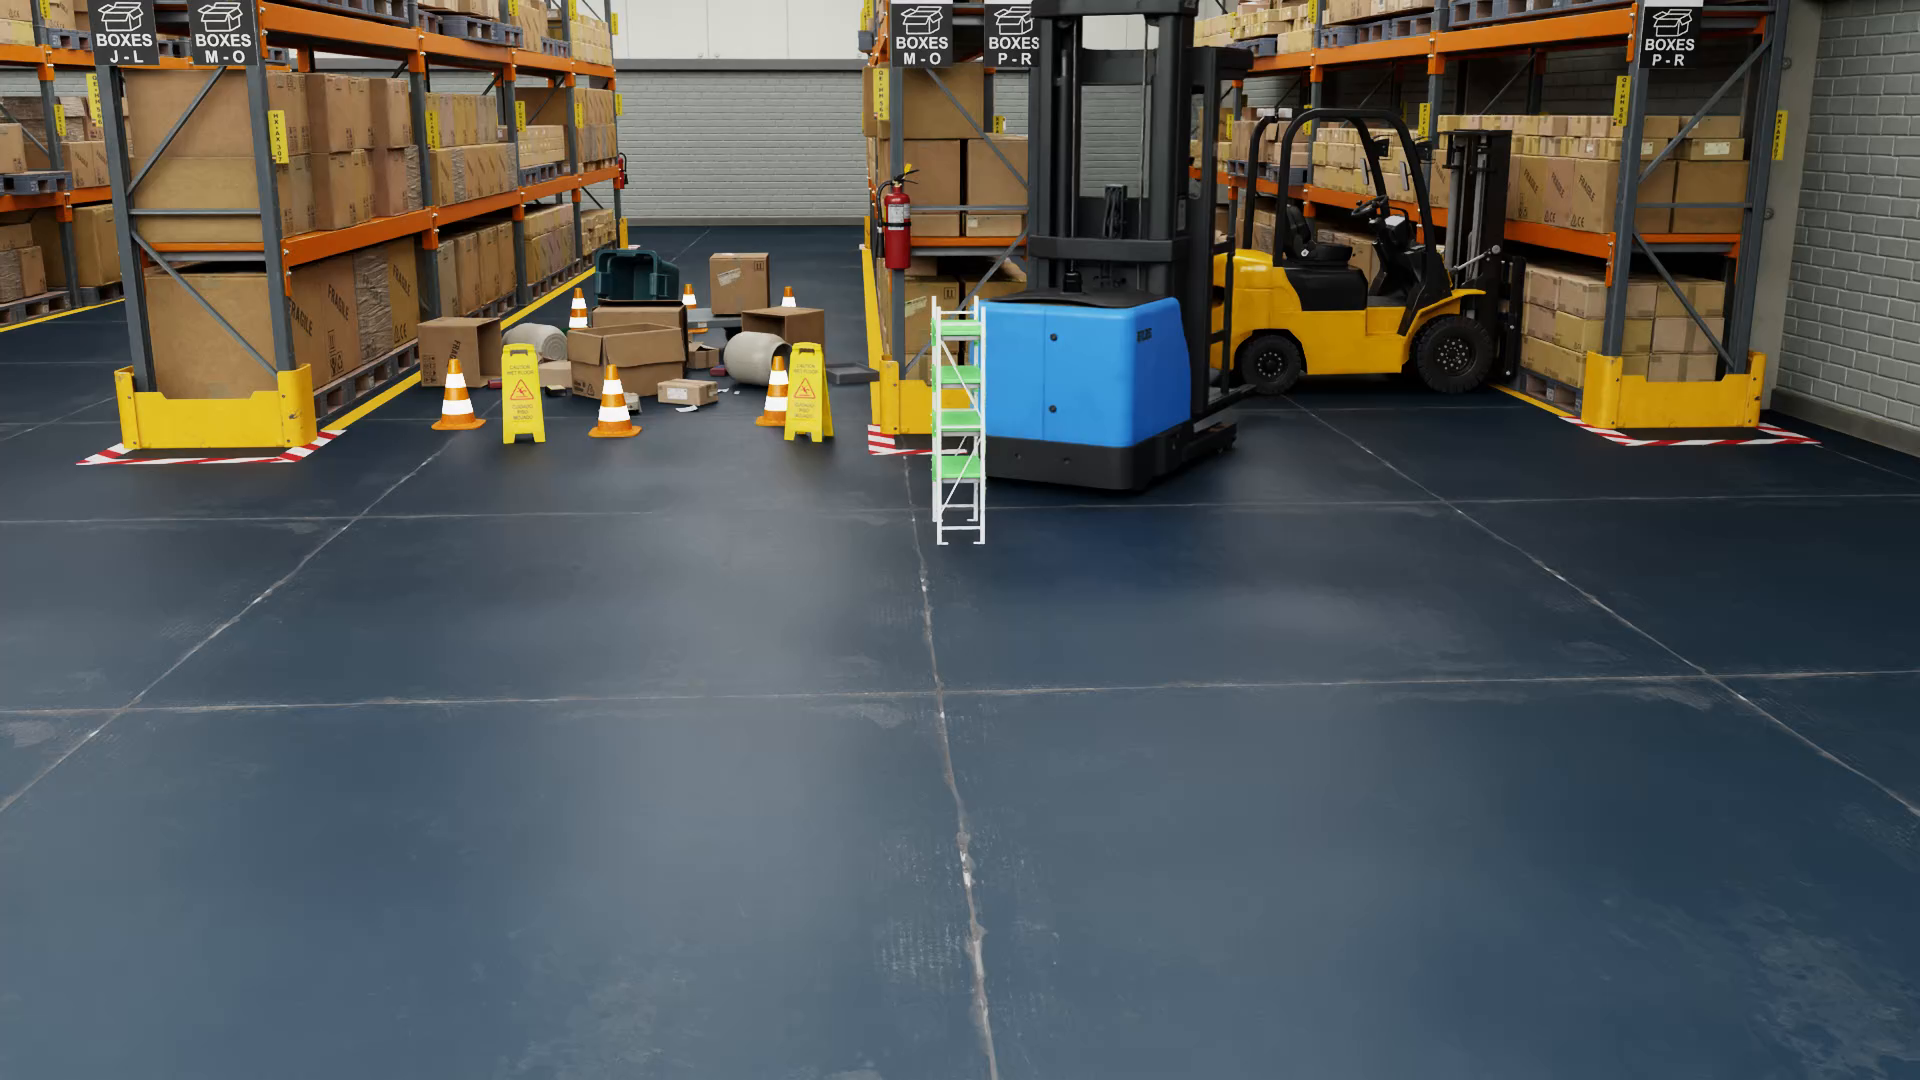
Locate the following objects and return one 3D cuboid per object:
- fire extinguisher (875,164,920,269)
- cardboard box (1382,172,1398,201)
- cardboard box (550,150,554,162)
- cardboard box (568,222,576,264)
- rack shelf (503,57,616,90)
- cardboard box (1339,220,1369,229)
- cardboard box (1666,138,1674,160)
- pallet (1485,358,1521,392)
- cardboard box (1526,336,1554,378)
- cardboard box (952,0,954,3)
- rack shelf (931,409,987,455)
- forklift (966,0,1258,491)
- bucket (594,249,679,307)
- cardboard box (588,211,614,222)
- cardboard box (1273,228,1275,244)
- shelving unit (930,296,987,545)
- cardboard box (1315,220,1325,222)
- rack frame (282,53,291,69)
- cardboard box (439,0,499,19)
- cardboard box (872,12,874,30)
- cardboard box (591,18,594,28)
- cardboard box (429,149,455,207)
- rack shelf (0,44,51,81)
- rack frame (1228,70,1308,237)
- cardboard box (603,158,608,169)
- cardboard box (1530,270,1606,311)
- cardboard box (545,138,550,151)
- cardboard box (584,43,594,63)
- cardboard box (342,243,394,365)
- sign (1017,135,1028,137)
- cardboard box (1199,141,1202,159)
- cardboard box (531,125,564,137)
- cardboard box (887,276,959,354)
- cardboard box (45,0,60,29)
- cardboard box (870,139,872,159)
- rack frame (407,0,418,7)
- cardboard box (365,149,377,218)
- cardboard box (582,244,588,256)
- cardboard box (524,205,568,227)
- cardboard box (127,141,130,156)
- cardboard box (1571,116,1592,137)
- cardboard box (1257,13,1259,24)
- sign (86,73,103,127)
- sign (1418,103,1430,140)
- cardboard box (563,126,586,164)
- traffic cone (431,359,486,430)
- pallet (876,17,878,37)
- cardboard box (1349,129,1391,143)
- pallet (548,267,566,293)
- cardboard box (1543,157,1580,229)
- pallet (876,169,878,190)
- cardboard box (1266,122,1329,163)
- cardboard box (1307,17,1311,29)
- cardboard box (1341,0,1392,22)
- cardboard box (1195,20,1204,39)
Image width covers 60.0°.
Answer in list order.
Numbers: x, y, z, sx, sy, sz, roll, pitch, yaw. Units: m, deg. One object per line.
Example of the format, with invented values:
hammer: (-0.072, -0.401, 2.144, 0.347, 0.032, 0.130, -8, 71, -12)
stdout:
fire extinguisher: (-0.412, -2.130, 10.940, 0.296, 0.674, 0.183, -1, 14, -3)
cardboard box: (4.418, -3.449, 16.212, 0.500, 0.250, 0.500, -1, 14, -4)
cardboard box: (-5.369, -4.883, 21.146, 0.380, 0.149, 0.250, -2, 15, -6)
cardboard box: (-5.340, -3.899, 21.832, 0.500, 0.500, 0.500, -1, 14, -5)
rack shelf: (-5.761, -6.688, 23.922, 1.077, 0.370, 4.000, -1, 14, -3)
cardboard box: (4.788, -3.778, 20.063, 0.380, 0.149, 0.250, 0, 14, -2)
cardboard box: (5.154, -2.792, 11.855, 0.380, 0.149, 0.250, -1, 14, -3)
pallet: (4.833, -1.422, 13.631, 1.003, 0.211, 1.213, -1, 14, -3)
cardboard box: (4.629, -1.388, 12.577, 0.500, 0.250, 0.500, -1, 14, -3)
cardboard box: (-0.240, -3.810, 11.801, 0.380, 0.149, 0.250, -1, 14, -3)
rack shelf: (-0.010, -0.560, 8.553, 0.258, 0.148, 0.480, -1, 14, -3)
forklift: (1.155, -2.018, 10.486, 1.130, 2.935, 3.031, 7, 16, 26)
bucket: (-2.832, -2.249, 14.766, 0.726, 0.611, 0.620, 4, 5, 16)
cardboard box: (-5.498, -4.938, 25.383, 0.380, 0.149, 0.250, -1, 14, -5)
cardboard box: (4.203, -3.620, 20.748, 0.500, 0.500, 0.500, 0, 14, -1)
shelving unit: (-0.010, -0.622, 8.537, 0.258, 1.200, 0.503, -1, 14, -3)
cardboard box: (4.168, -3.763, 20.006, 0.380, 0.149, 0.250, -2, 15, -6)
rack frame: (-10.841, -6.029, 25.940, 1.000, 3.000, 0.127, -1, 14, -3)
cardboard box: (-5.025, -5.497, 16.987, 0.500, 0.311, 0.500, -1, 14, -3)
cardboard box: (-0.629, -5.990, 18.718, 0.797, 0.503, 0.637, -2, 15, -7)
cardboard box: (-5.523, -7.499, 24.129, 0.380, 0.149, 0.250, -1, 14, -2)
cardboard box: (-4.905, -3.280, 15.053, 0.500, 0.500, 0.500, -1, 14, -3)
rack shelf: (-10.222, -4.647, 15.990, 1.077, 0.370, 4.000, -1, 14, -3)
rack frame: (4.251, -5.265, 22.969, 1.000, 3.000, 0.127, -1, 14, -3)
cardboard box: (-5.535, -5.695, 25.143, 0.380, 0.149, 0.250, 0, 14, -2)
cardboard box: (4.617, -1.873, 12.456, 0.500, 0.250, 0.500, -1, 14, -2)
cardboard box: (-5.349, -4.956, 20.832, 0.380, 0.149, 0.250, -2, 15, -6)
cardboard box: (-5.455, -6.839, 23.370, 0.500, 0.250, 0.500, 0, 14, -1)
cardboard box: (-5.113, -1.889, 13.270, 0.875, 0.875, 0.875, -1, 14, -3)
sign: (1.263, -7.593, 32.210, 0.329, 0.494, 0.001, -1, 14, -3)
cardboard box: (3.882, -5.836, 24.893, 0.500, 0.250, 0.500, -1, 14, -5)
cardboard box: (-5.417, -5.359, 21.802, 0.380, 0.149, 0.250, 0, 14, -1)
cardboard box: (-0.269, -1.633, 12.024, 0.500, 0.500, 0.500, -1, 14, -3)
cardboard box: (-10.455, -5.896, 18.353, 0.797, 0.503, 0.637, 0, 14, 0)
cardboard box: (-0.858, -4.862, 20.702, 0.500, 0.250, 0.500, -1, 14, -5)
rack frame: (-5.141, -6.002, 13.793, 1.000, 3.000, 0.127, -1, 14, -3)
cardboard box: (-5.134, -2.805, 13.107, 0.875, 0.550, 0.550, -1, 14, -3)
cardboard box: (-5.339, -4.004, 22.947, 0.380, 0.149, 0.250, -2, 15, -6)
cardboard box: (-5.320, -4.132, 21.237, 0.500, 0.250, 0.500, 0, 14, -1)
cardboard box: (-10.174, -4.469, 19.674, 0.500, 0.500, 0.500, -1, 14, -4)
cardboard box: (4.673, -2.999, 12.061, 0.380, 0.149, 0.250, -1, 14, -2)
cardboard box: (4.010, -6.656, 21.218, 0.380, 0.149, 0.250, -1, 14, -3)
sign: (-5.436, -2.772, 10.481, 0.100, 0.325, 0.005, -1, 14, -3)
sign: (4.206, -3.787, 15.060, 0.100, 0.325, 0.005, -1, 14, -3)
cardboard box: (-5.416, -5.405, 22.718, 0.500, 0.500, 0.500, -1, 14, -4)
traffic cone: (-3.509, -1.027, 11.589, 0.336, 0.463, 0.334, -1, 14, -3)
pallet: (-0.206, -4.973, 16.190, 1.213, 0.211, 1.003, -1, 14, -3)
cardboard box: (4.358, -4.292, 17.686, 0.380, 0.149, 0.250, -1, 14, -3)
pallet: (-5.509, -3.238, 20.686, 1.003, 0.211, 1.213, -1, 14, -3)
cardboard box: (4.679, -2.577, 12.320, 0.500, 0.500, 0.500, 0, 14, -2)
pallet: (-0.304, -3.924, 18.143, 1.213, 0.211, 1.003, -1, 14, -3)
cardboard box: (4.213, -4.927, 20.605, 0.797, 0.503, 0.637, -1, 14, -5)
cardboard box: (4.240, -5.993, 19.278, 0.380, 0.149, 0.250, -1, 14, -5)
cardboard box: (4.432, -5.715, 17.456, 0.700, 0.500, 0.500, -1, 14, -5)
cardboard box: (3.838, -7.660, 24.960, 0.500, 0.250, 0.500, -1, 14, -4)
